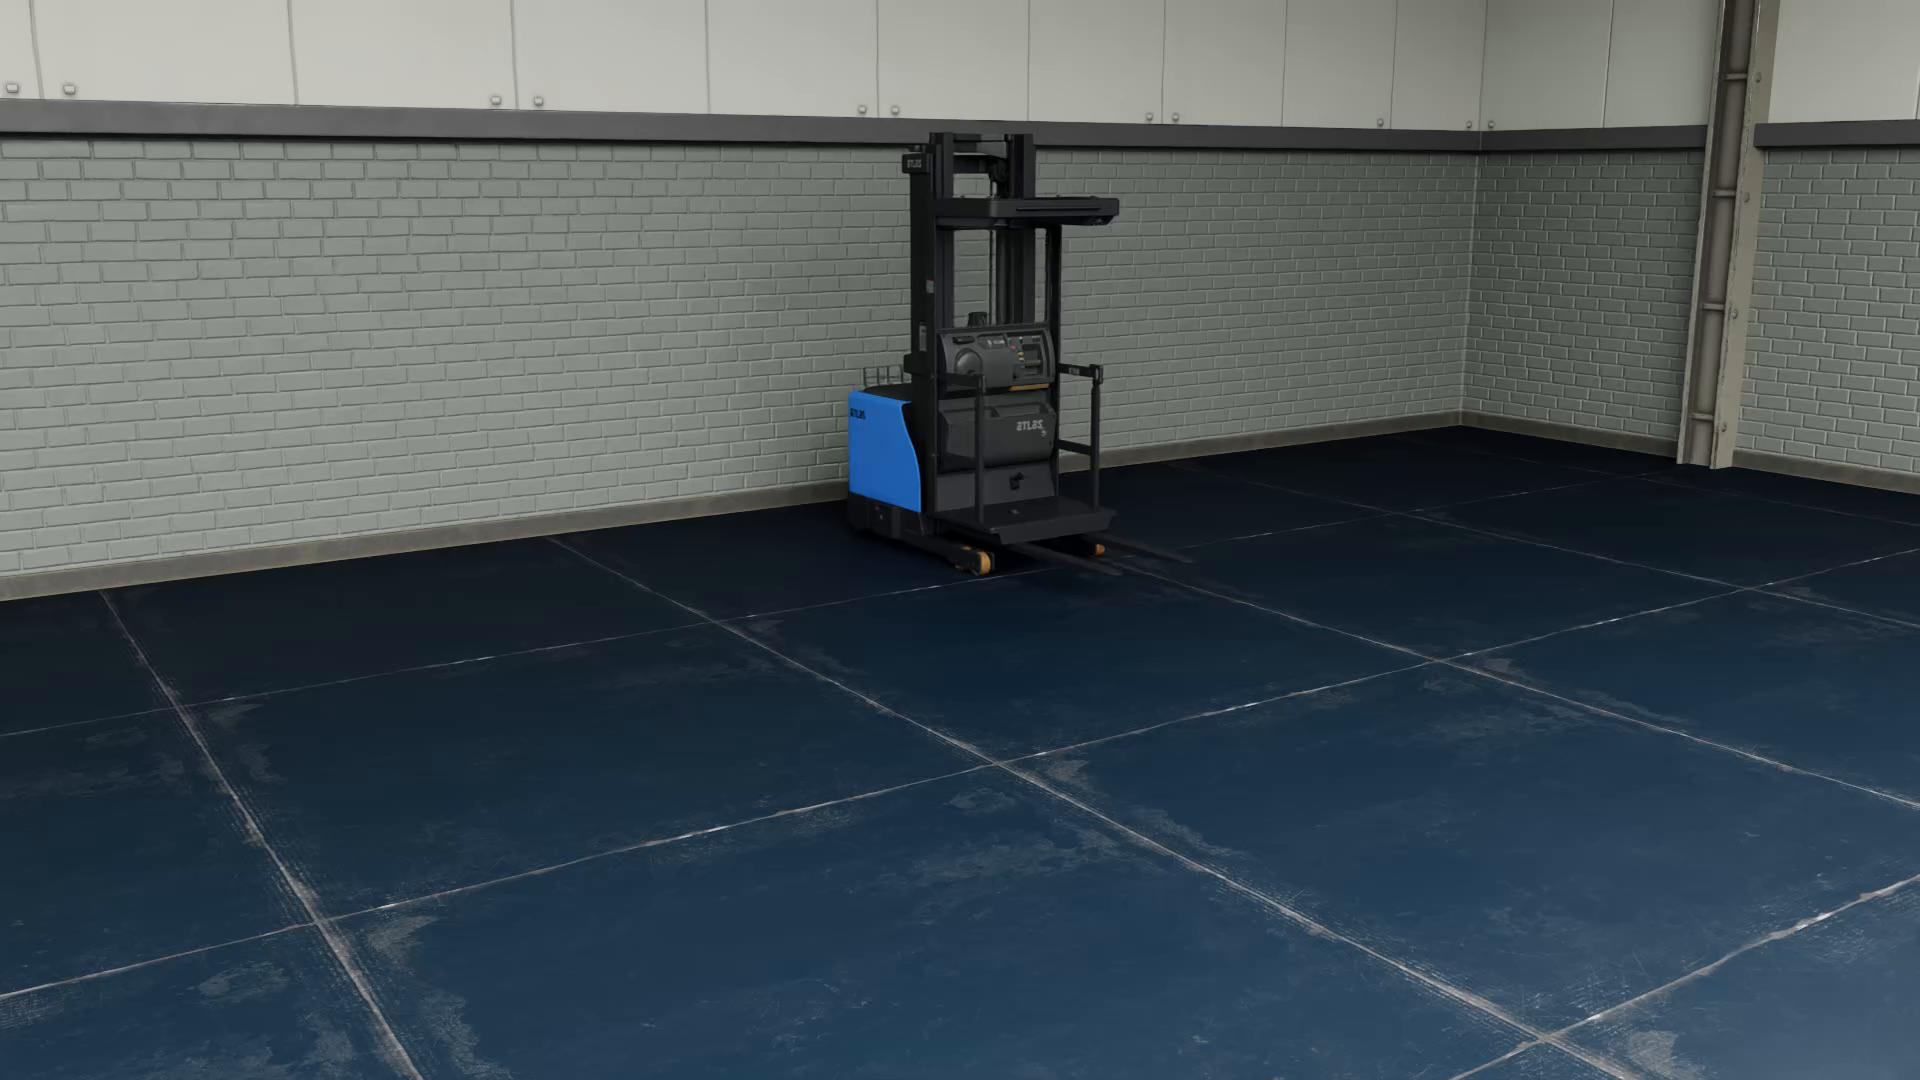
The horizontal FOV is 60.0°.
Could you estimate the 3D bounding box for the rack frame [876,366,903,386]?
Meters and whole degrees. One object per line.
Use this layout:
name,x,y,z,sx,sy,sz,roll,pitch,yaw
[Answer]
rack frame,-0.520,-0.742,12.896,0.240,1.200,0.006,-9,12,-36

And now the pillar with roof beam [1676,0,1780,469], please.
pillar with roof beam,3.402,-4.595,12.310,9.100,9.000,0.400,-8,15,-33

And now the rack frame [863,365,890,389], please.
rack frame,-0.630,-0.762,13.041,0.240,1.200,0.006,-9,12,-36

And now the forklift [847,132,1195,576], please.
forklift,0.388,-1.305,11.469,1.130,2.935,3.031,-8,15,-33

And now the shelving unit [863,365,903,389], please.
shelving unit,-0.575,-0.752,12.968,0.258,1.200,0.189,-9,12,-36
